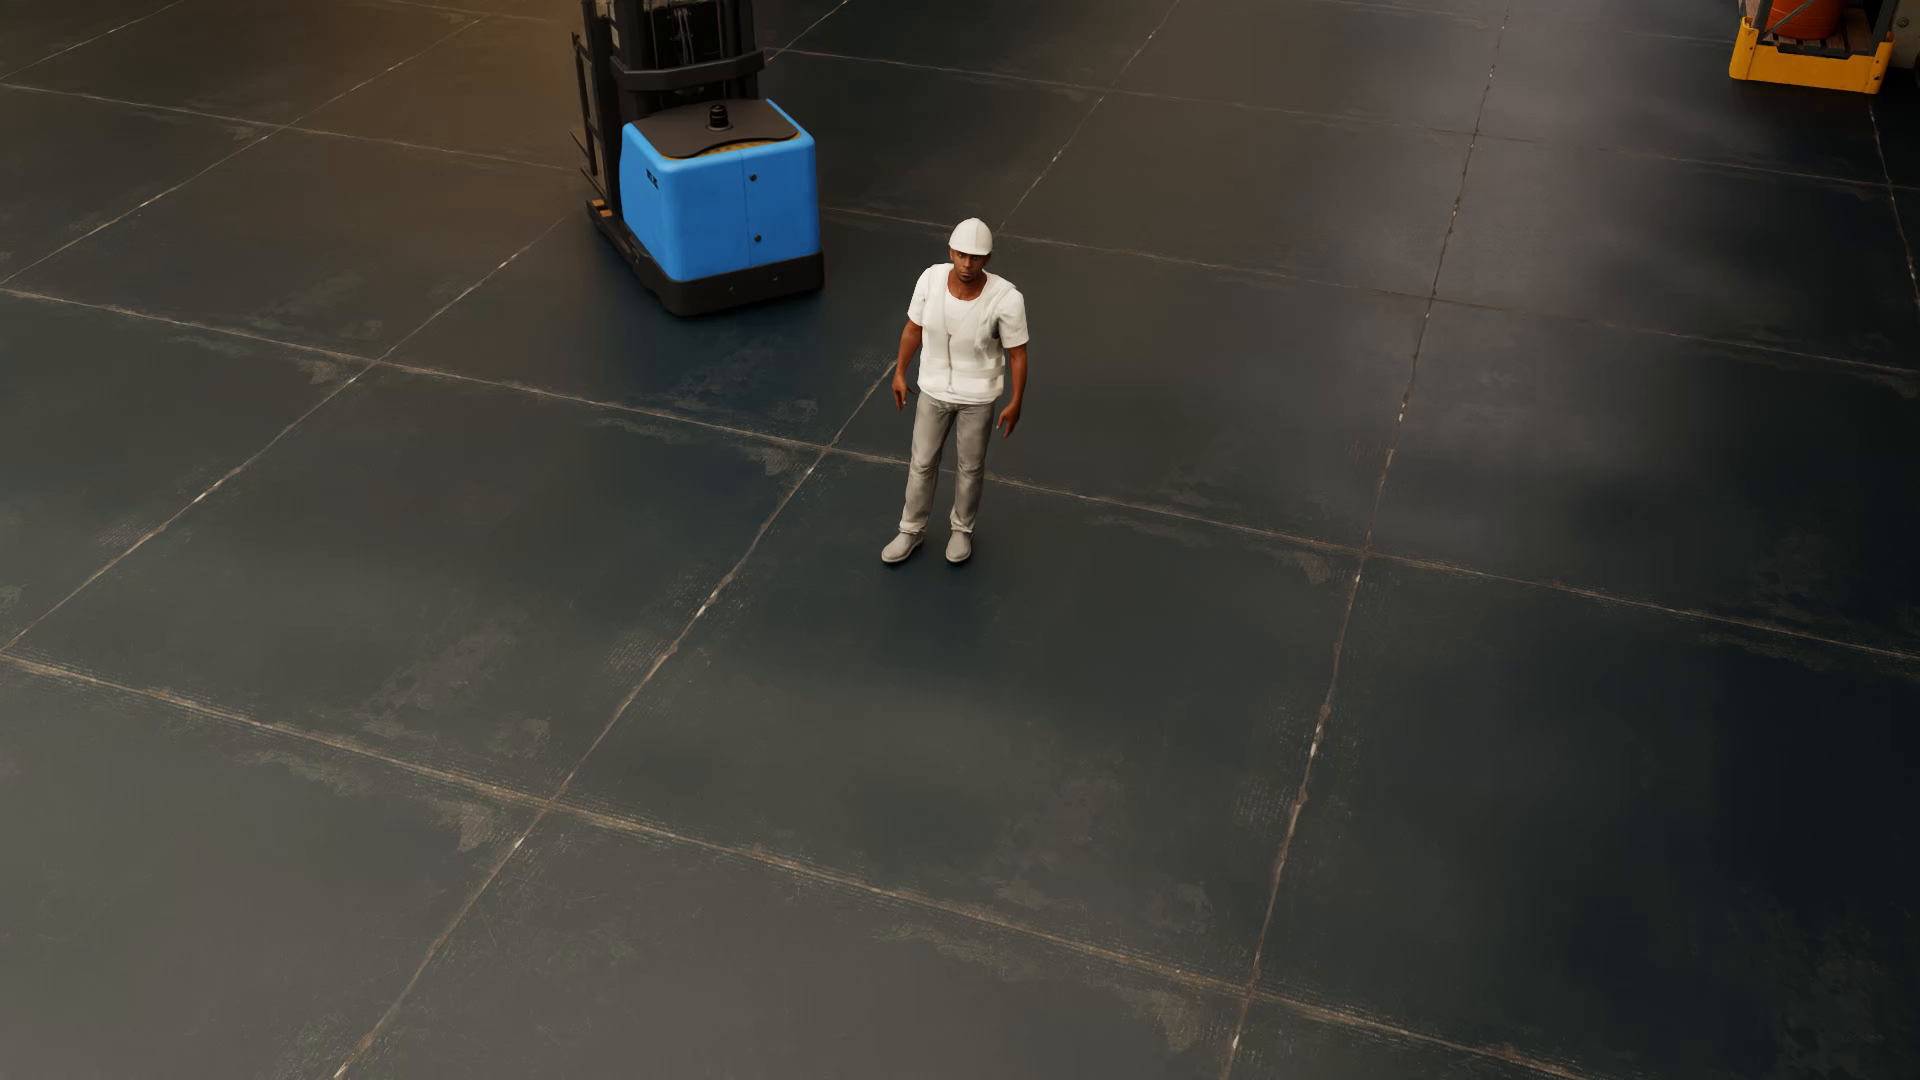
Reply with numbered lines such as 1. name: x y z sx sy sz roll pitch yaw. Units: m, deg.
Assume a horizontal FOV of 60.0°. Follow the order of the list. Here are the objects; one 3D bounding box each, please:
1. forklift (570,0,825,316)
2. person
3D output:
1. forklift: -1.995 -3.450 10.977 1.130 2.935 3.031 -16 38 -21
2. person: -0.028 -0.689 8.077 0.666 1.768 0.575 12 37 16
